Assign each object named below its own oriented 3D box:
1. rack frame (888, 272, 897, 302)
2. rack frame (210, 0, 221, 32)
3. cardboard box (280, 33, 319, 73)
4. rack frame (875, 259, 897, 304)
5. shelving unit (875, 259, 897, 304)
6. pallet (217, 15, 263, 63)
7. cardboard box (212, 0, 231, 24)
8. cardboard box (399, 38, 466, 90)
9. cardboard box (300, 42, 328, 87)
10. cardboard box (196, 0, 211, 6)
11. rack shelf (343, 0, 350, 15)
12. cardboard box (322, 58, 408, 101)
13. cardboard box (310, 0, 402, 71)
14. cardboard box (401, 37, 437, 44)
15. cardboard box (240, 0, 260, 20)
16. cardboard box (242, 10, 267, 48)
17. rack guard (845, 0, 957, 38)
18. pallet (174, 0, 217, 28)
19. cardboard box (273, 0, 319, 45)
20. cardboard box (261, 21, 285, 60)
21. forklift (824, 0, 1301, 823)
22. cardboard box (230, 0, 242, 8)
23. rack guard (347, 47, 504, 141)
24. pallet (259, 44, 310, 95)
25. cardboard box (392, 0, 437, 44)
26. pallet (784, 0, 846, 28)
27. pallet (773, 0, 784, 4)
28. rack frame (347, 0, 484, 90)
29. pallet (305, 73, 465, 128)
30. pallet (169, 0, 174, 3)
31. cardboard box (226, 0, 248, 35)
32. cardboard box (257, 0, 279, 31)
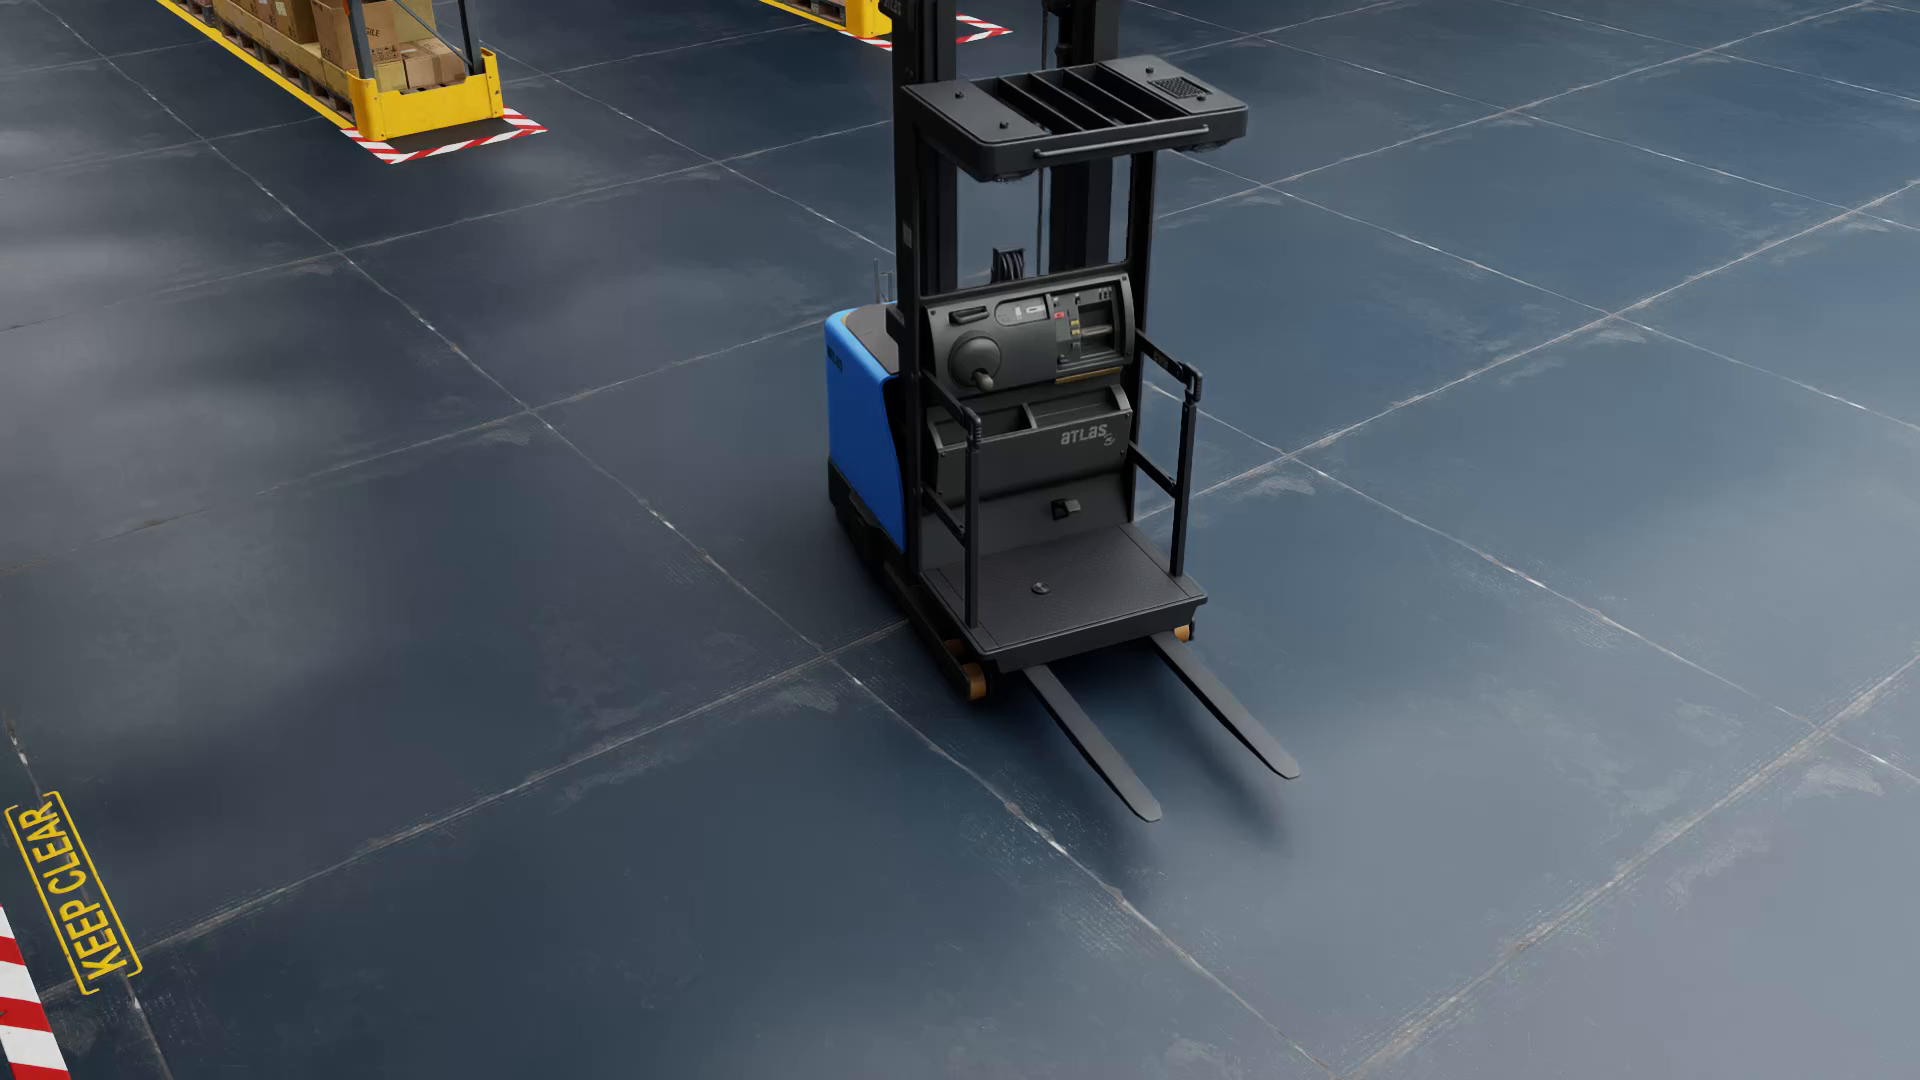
[{"bbox_3d":[-0.237,-0.810,8.416,0.240,1.200,0.006,-13,34,-20],"label":"rack frame"},{"bbox_3d":[-6.856,-6.417,15.740,1.000,3.000,0.127,-22,38,-31],"label":"rack frame"},{"bbox_3d":[-5.589,-4.301,14.540,0.500,0.250,0.500,-22,38,-31],"label":"cardboard box"},{"bbox_3d":[-0.311,-0.898,8.558,0.240,1.200,0.006,-13,34,-20],"label":"rack frame"},{"bbox_3d":[-0.274,-0.854,8.487,0.258,1.200,0.189,-13,34,-20],"label":"shelving unit"},{"bbox_3d":[-6.401,-4.888,15.920,1.003,0.211,1.213,-22,38,-31],"label":"pallet"},{"bbox_3d":[-6.811,-5.136,15.885,0.500,0.250,0.500,-22,38,-31],"label":"cardboard box"},{"bbox_3d":[-4.556,-4.056,14.146,0.500,0.250,0.500,-22,38,-31],"label":"cardboard box"},{"bbox_3d":[-5.281,-4.093,14.205,0.500,0.250,0.500,-22,38,-31],"label":"cardboard box"},{"bbox_3d":[-7.339,-5.507,16.482,0.500,0.250,0.500,-23,38,-32],"label":"cardboard box"},{"bbox_3d":[-5.629,-5.278,14.587,1.077,0.370,4.000,-22,38,-31],"label":"rack shelf"},{"bbox_3d":[-4.965,-3.889,13.876,0.500,0.250,0.500,-22,38,-31],"label":"cardboard box"},{"bbox_3d":[-4.967,-4.207,13.677,0.500,0.500,0.500,-22,38,-31],"label":"cardboard box"},{"bbox_3d":[-4.865,-4.263,14.480,0.500,0.250,0.500,-22,38,-31],"label":"cardboard box"},{"bbox_3d":[-6.205,-5.035,15.011,0.500,0.500,0.500,-22,38,-31],"label":"cardboard box"},{"bbox_3d":[-6.206,-4.716,15.209,0.500,0.250,0.500,-22,38,-31],"label":"cardboard box"},{"bbox_3d":[-0.572,-5.306,16.319,1.175,0.500,0.348,-22,38,-31],"label":"rack guard"},{"bbox_3d":[-7.338,-5.527,16.949,1.003,0.211,1.213,-22,38,-31],"label":"pallet"},{"bbox_3d":[-5.591,-4.619,14.341,0.500,0.500,0.500,-22,38,-31],"label":"cardboard box"},{"bbox_3d":[-5.894,-4.510,14.876,0.500,0.250,0.500,-22,38,-31],"label":"cardboard box"},{"bbox_3d":[0.392,-0.814,6.783,1.130,2.935,3.031,-13,34,-20],"label":"forklift"},{"bbox_3d":[-6.506,-5.246,15.351,0.500,0.500,0.500,-22,38,-31],"label":"cardboard box"},{"bbox_3d":[-4.388,-3.679,13.699,1.175,0.500,0.348,-22,38,-31],"label":"rack guard"},{"bbox_3d":[-5.649,-4.379,15.101,1.003,0.211,1.213,-22,38,-31],"label":"pallet"},{"bbox_3d":[-4.864,-4.583,14.283,0.500,0.500,0.500,-22,38,-31],"label":"cardboard box"},{"bbox_3d":[-1.065,-5.524,16.943,1.003,0.211,1.213,-22,38,-31],"label":"pallet"},{"bbox_3d":[-1.809,-6.032,17.762,1.003,0.211,1.213,-22,38,-31],"label":"pallet"},{"bbox_3d":[-4.403,-4.750,13.056,1.000,3.000,0.127,-22,38,-31],"label":"rack frame"},{"bbox_3d":[-4.905,-3.871,14.283,1.003,0.211,1.213,-22,38,-31],"label":"pallet"},{"bbox_3d":[-8.091,-6.036,17.769,1.003,0.211,1.213,-22,38,-31],"label":"pallet"},{"bbox_3d":[-6.508,-4.926,15.547,0.500,0.250,0.500,-22,38,-31],"label":"cardboard box"},{"bbox_3d":[-5.897,-4.827,14.677,0.500,0.500,0.500,-22,38,-31],"label":"cardboard box"}]
